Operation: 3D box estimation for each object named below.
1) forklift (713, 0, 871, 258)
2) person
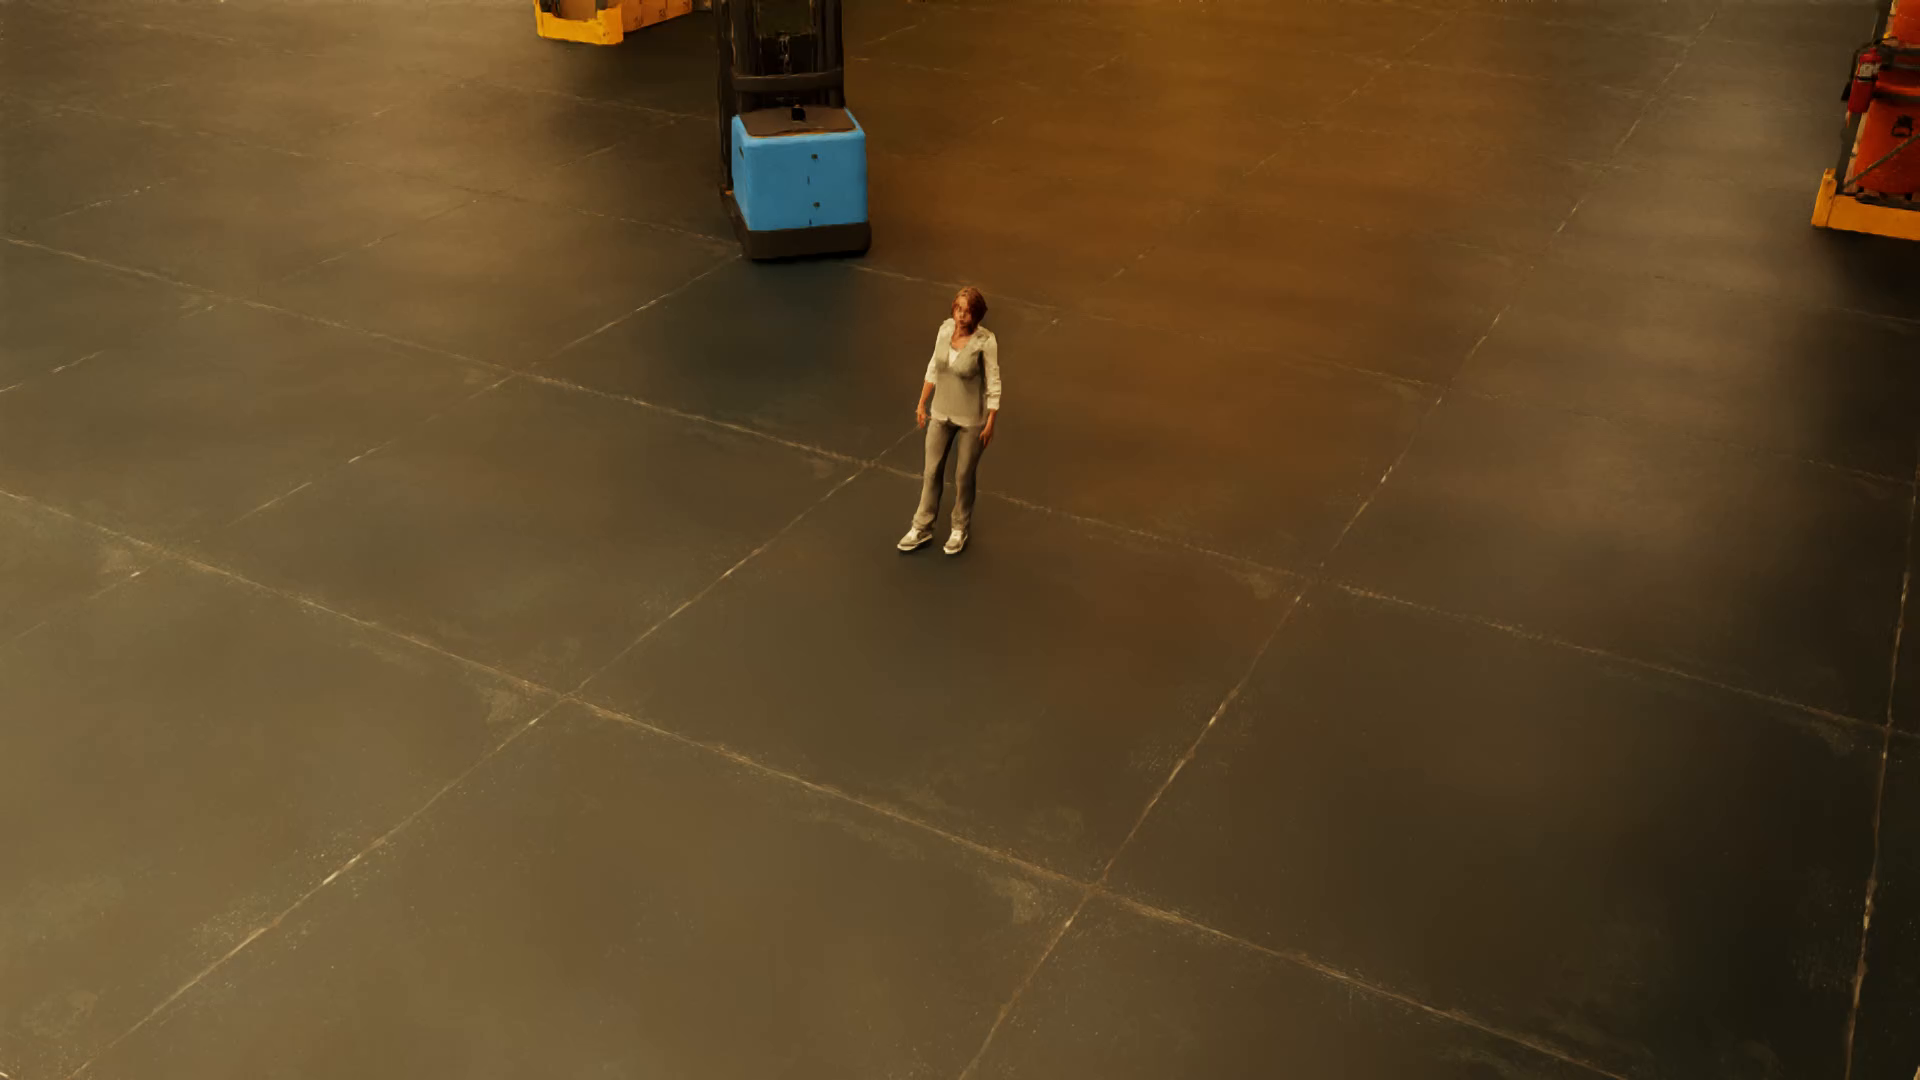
[{"bbox_3d":[-1.619,-4.356,14.618,1.130,2.935,3.031,-7,31,-12],"label":"forklift"},{"bbox_3d":[-0.048,-0.669,9.550,0.521,1.597,0.474,15,33,25],"label":"person"}]
